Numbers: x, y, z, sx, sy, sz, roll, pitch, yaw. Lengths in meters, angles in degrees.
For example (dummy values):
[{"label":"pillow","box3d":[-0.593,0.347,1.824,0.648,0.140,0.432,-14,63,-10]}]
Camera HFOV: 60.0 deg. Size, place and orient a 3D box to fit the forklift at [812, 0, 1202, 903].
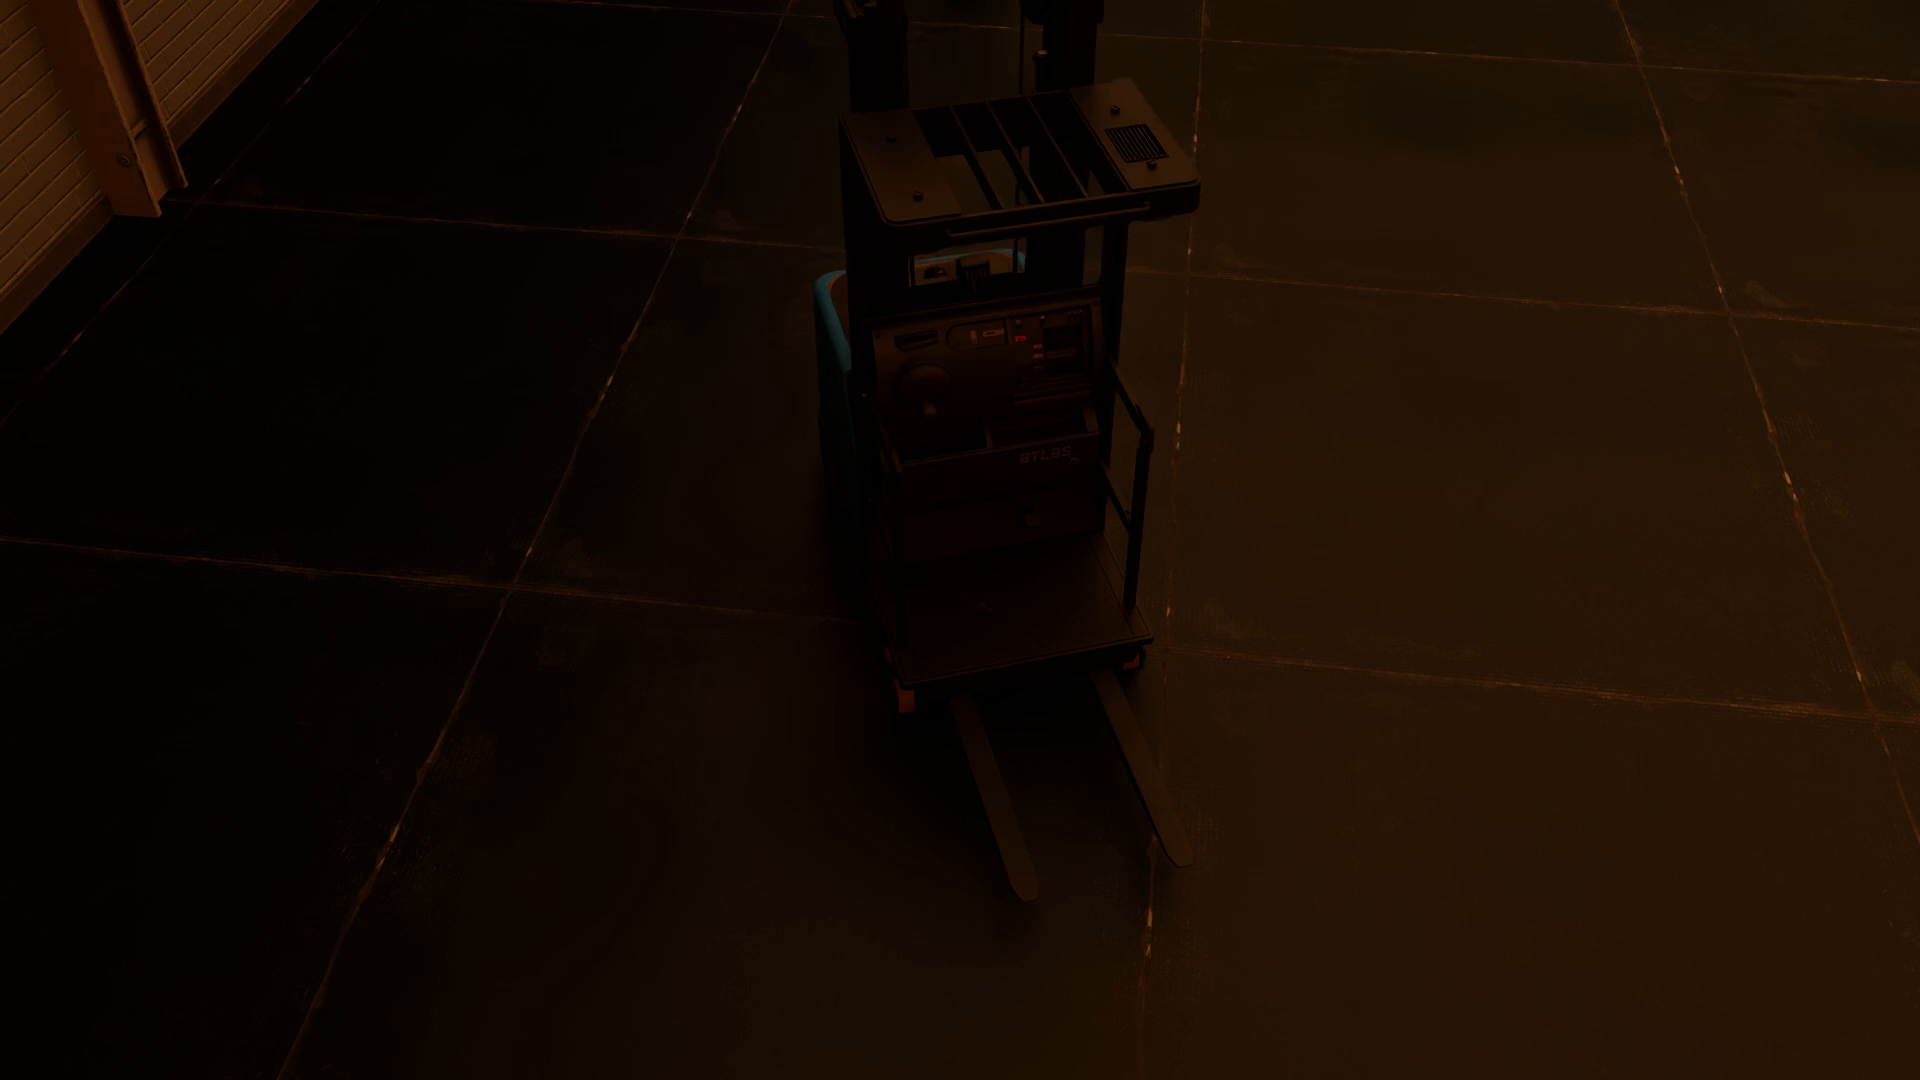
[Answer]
[{"label":"forklift","box3d":[0.172,-0.632,6.412,1.130,2.935,3.031,-10,44,-11]}]
